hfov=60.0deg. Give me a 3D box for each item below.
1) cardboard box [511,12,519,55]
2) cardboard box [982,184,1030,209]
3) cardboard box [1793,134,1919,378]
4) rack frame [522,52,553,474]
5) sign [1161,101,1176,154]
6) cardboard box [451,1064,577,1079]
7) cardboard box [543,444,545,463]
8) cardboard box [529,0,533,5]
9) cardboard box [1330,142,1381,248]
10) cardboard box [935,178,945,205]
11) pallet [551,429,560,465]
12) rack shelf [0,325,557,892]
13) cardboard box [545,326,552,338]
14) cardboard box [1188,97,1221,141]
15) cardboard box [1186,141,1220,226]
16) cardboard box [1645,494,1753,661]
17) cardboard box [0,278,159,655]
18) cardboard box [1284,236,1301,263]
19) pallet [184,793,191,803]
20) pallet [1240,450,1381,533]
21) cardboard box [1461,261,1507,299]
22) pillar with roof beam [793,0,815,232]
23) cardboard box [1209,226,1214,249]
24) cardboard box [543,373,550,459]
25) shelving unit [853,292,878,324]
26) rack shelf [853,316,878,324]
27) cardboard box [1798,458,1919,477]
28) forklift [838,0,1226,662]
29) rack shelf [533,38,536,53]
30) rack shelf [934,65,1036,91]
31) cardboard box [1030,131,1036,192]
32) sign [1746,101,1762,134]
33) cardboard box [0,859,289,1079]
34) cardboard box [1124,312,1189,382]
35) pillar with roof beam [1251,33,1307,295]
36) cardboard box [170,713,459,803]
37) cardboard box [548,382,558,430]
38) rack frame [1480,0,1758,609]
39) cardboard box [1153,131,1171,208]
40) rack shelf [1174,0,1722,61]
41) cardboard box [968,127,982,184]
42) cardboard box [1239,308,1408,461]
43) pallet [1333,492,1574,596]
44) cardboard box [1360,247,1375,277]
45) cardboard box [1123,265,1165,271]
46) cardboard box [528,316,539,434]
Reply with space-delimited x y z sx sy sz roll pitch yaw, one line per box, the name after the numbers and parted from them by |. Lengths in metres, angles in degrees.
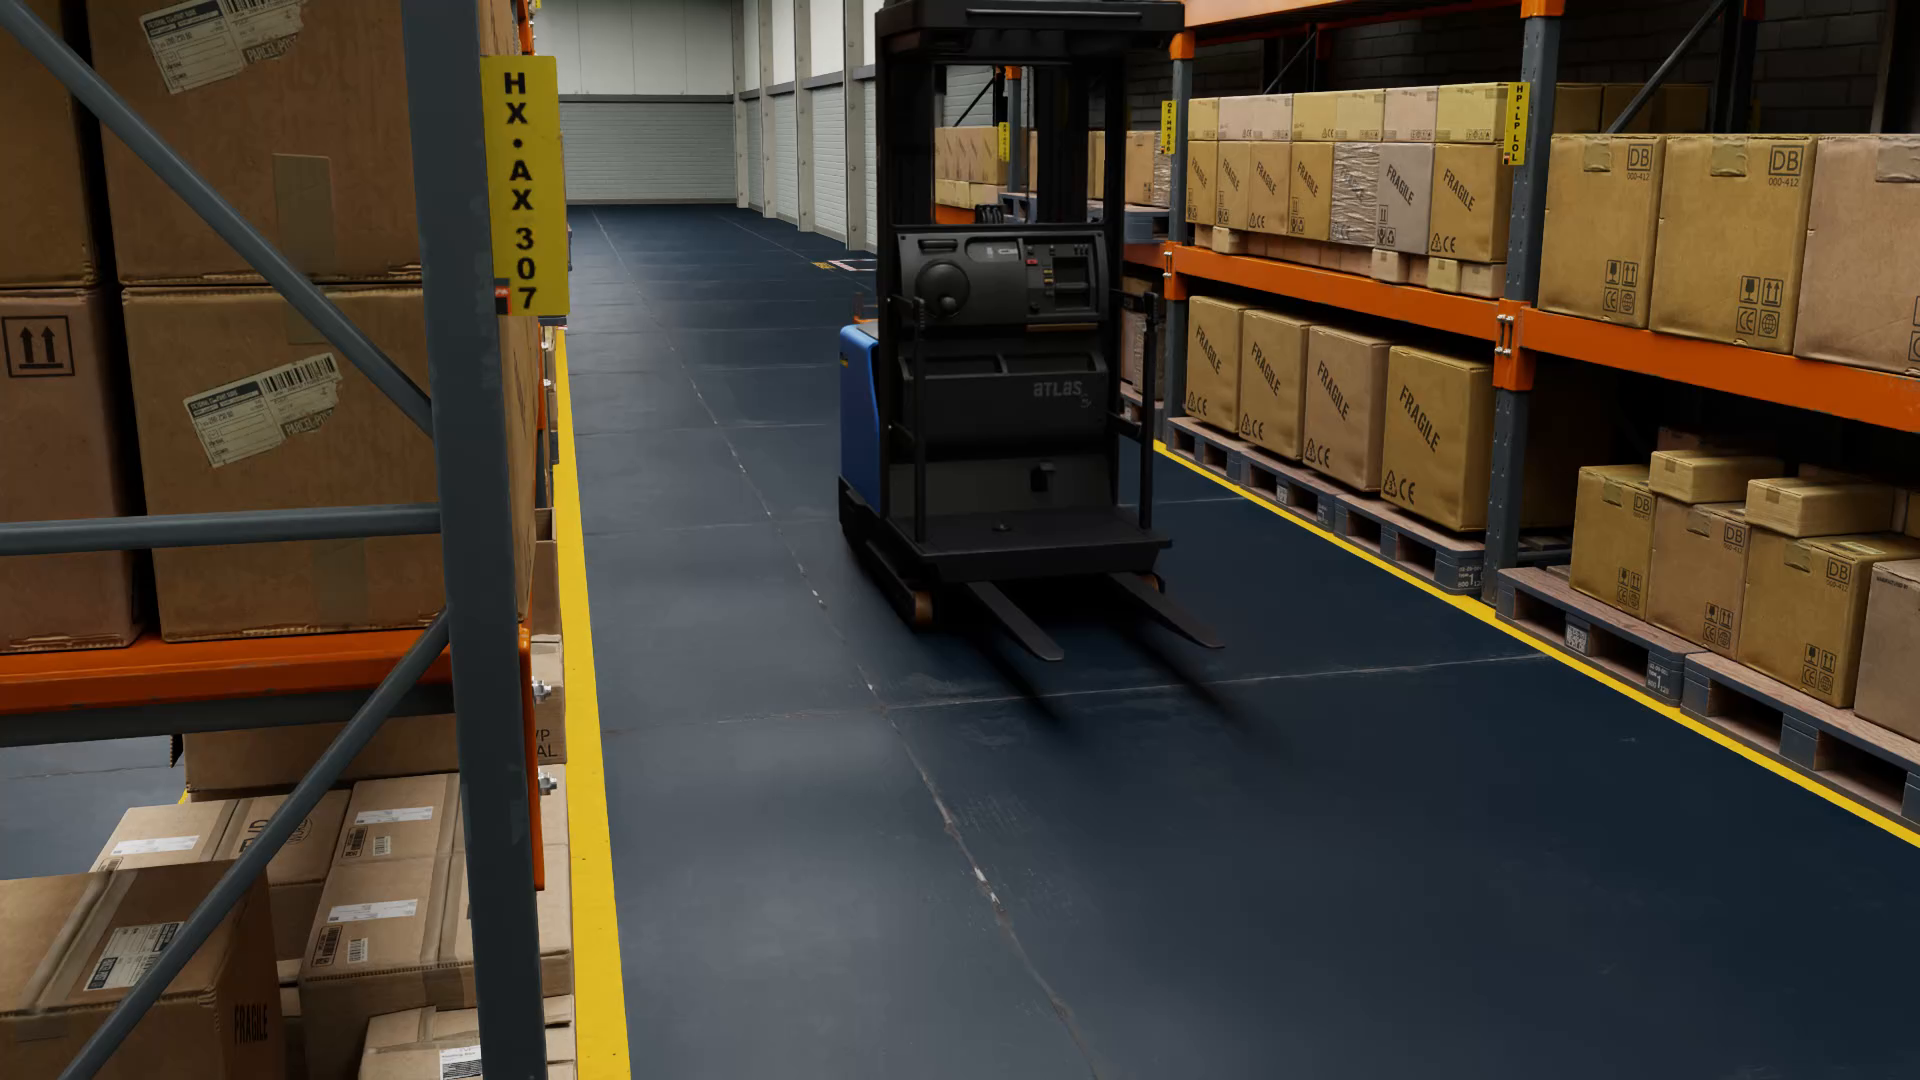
-1.414 -1.120 4.374 0.500 0.500 0.500 -3 14 -13 | cardboard box
0.504 -3.074 14.963 0.500 0.250 0.500 -3 14 -13 | cardboard box
3.247 -0.883 5.089 0.980 0.700 0.700 -4 14 -16 | cardboard box
-2.965 -1.845 9.659 1.000 3.000 0.127 -3 14 -13 | rack frame
1.324 -2.614 10.532 0.100 0.325 0.005 -3 14 -13 | sign
-0.850 1.056 2.865 0.380 0.149 0.250 -3 14 -13 | cardboard box
-2.038 -0.169 7.140 0.500 0.500 0.500 -3 14 -12 | cardboard box
-3.893 -4.709 14.070 0.500 0.311 0.500 -4 14 -16 | cardboard box
2.196 -1.728 8.300 0.500 0.500 0.500 -3 14 -13 | cardboard box
0.026 -3.537 16.859 0.500 0.250 0.500 -4 14 -14 | cardboard box
-3.120 -0.683 10.776 1.003 0.211 1.213 -3 14 -13 | pallet
-1.556 -0.111 4.079 1.077 0.370 4.000 -3 14 -13 | rack shelf
-2.934 -1.244 10.924 0.500 0.311 0.500 -4 14 -15 | cardboard box
1.712 -2.563 10.139 0.500 0.250 0.500 -3 14 -12 | cardboard box
1.715 -2.199 10.226 0.500 0.500 0.500 -3 14 -12 | cardboard box
2.979 0.105 6.058 0.700 0.500 0.500 -3 14 -14 | cardboard box
-1.456 -0.136 2.454 0.500 0.500 0.500 -3 14 -11 | cardboard box
2.031 -1.626 9.248 0.380 0.149 0.250 -3 14 -12 | cardboard box
-1.575 0.873 4.410 1.003 0.211 1.213 -3 14 -13 | pallet
2.244 -0.300 9.212 1.003 0.211 1.213 -3 14 -13 | pallet
2.434 -1.149 7.298 0.380 0.149 0.250 -3 14 -13 | cardboard box
-7.436 -10.681 33.186 9.100 9.000 0.400 -3 14 -13 | pillar with roof beam
1.752 -1.862 10.216 0.380 0.149 0.250 -3 14 -12 | cardboard box
-2.517 -0.642 9.074 0.500 0.500 0.500 -3 14 -11 | cardboard box
-0.232 -0.756 9.149 0.538 1.125 1.048 -4 14 -14 | shelving unit
-0.232 -1.040 9.080 0.538 0.278 1.000 -4 14 -14 | rack shelf
3.212 -0.188 5.892 0.380 0.149 0.250 -4 14 -15 | cardboard box
0.246 -1.156 6.982 1.130 2.935 3.031 -4 14 -14 | forklift
-4.374 -4.337 15.054 1.077 0.370 4.000 -3 14 -13 | rack shelf
0.440 -4.614 16.188 1.077 0.370 4.000 -3 14 -13 | rack shelf
0.996 -3.188 14.017 0.700 0.500 0.500 -3 14 -13 | cardboard box
3.328 -1.690 7.031 0.100 0.325 0.005 -3 14 -13 | sign
-1.453 0.889 2.807 0.500 0.500 0.500 -3 14 -13 | cardboard box
1.622 -1.410 12.218 0.700 0.500 0.500 -3 14 -13 | cardboard box
-1.800 -5.144 10.523 9.100 9.000 0.400 -3 14 -13 | pillar with roof beam
-1.579 0.510 4.353 0.797 0.503 0.637 -3 14 -13 | cardboard box
-2.802 -0.851 10.497 0.500 0.250 0.500 -3 14 -13 | cardboard box
2.789 -1.199 7.016 1.000 3.000 0.127 -3 14 -13 | rack frame
1.729 -2.492 11.170 0.700 0.500 0.500 -5 15 -20 | cardboard box
2.319 -2.768 8.633 1.077 0.370 4.000 -3 14 -13 | rack shelf
0.375 -3.553 15.342 0.500 0.500 0.500 -3 14 -14 | cardboard box
2.094 -0.902 9.445 0.750 0.750 0.750 -3 14 -13 | cardboard box
2.534 -0.018 8.058 1.003 0.211 1.213 -3 14 -13 | pallet
2.223 -1.386 8.267 0.380 0.149 0.250 -3 14 -13 | cardboard box
1.332 -2.018 13.128 0.500 0.250 0.500 -4 14 -15 | cardboard box
-1.291 -0.515 4.005 0.500 0.500 0.500 -3 14 -12 | cardboard box
